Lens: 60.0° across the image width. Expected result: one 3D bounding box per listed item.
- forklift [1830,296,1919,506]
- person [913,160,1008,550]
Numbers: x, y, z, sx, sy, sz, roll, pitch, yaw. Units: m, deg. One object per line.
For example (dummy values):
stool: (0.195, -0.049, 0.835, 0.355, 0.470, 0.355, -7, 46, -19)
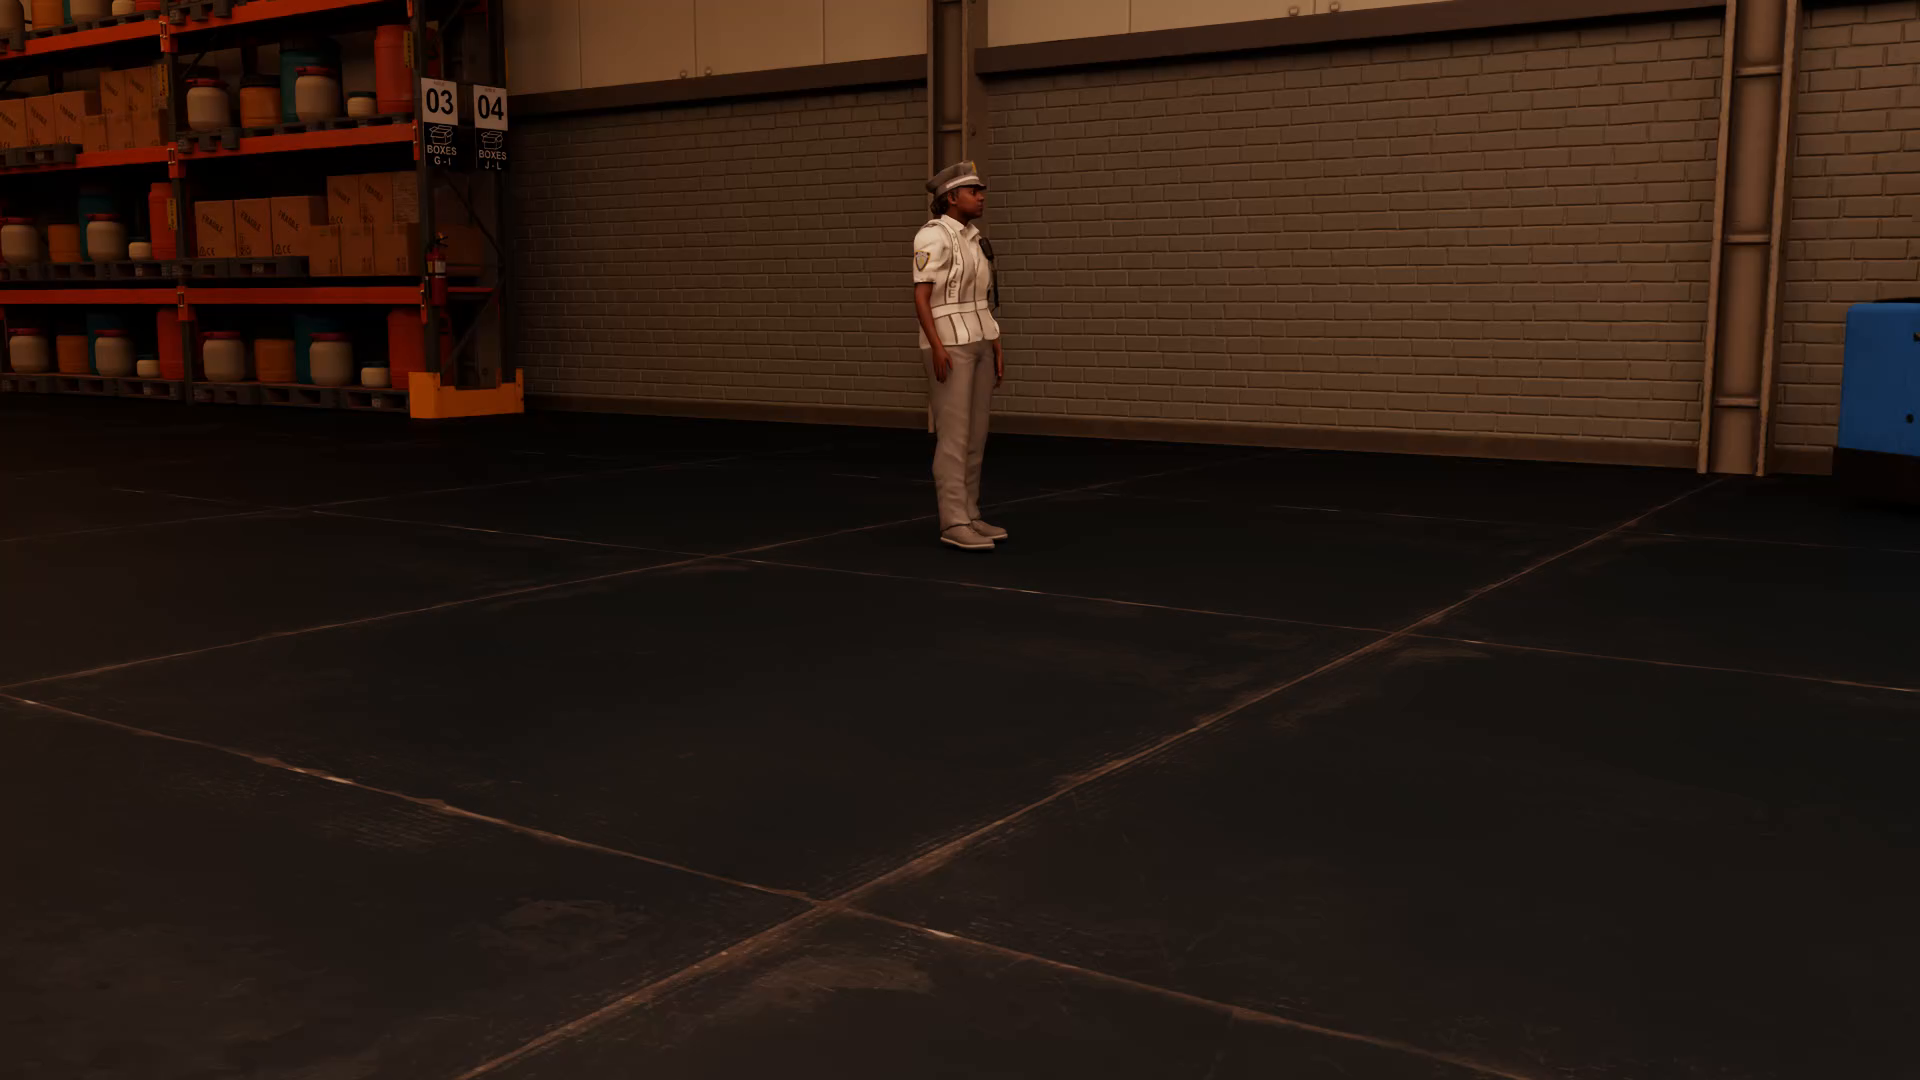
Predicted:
forklift: (6.240, -1.618, 8.572, 3.031, 2.935, 1.130, -2, 8, -11)
person: (0.051, -0.838, 7.426, 0.530, 1.694, 0.569, 5, 10, 34)
